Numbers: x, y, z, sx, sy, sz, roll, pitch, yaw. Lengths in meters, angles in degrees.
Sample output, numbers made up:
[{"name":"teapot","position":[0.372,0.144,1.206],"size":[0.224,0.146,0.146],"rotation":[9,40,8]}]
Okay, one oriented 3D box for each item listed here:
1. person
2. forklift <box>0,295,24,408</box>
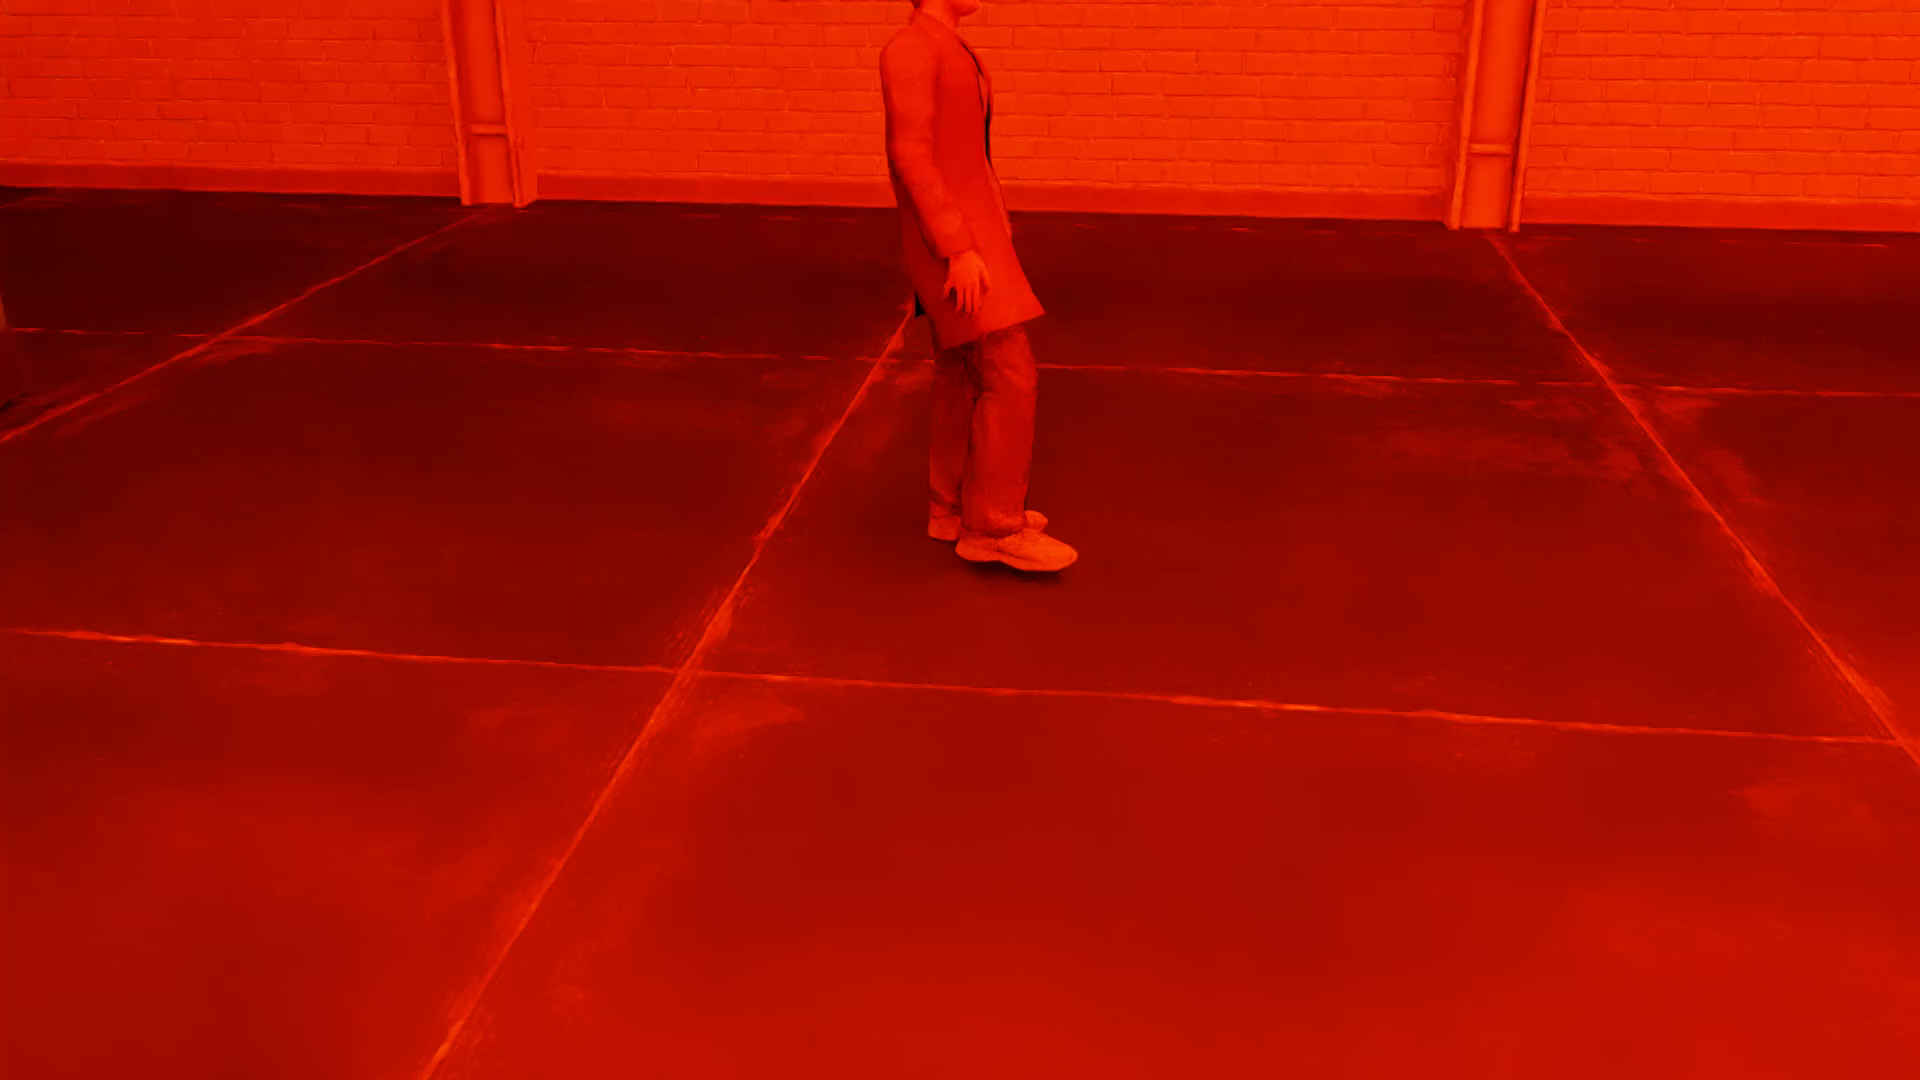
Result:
[{"name":"person","position":[0.088,-0.826,4.827],"size":[0.586,1.775,0.694],"rotation":[3,22,7]},{"name":"forklift","position":[-5.031,-1.615,5.263],"size":[3.031,2.935,1.130],"rotation":[-5,22,-12]}]
